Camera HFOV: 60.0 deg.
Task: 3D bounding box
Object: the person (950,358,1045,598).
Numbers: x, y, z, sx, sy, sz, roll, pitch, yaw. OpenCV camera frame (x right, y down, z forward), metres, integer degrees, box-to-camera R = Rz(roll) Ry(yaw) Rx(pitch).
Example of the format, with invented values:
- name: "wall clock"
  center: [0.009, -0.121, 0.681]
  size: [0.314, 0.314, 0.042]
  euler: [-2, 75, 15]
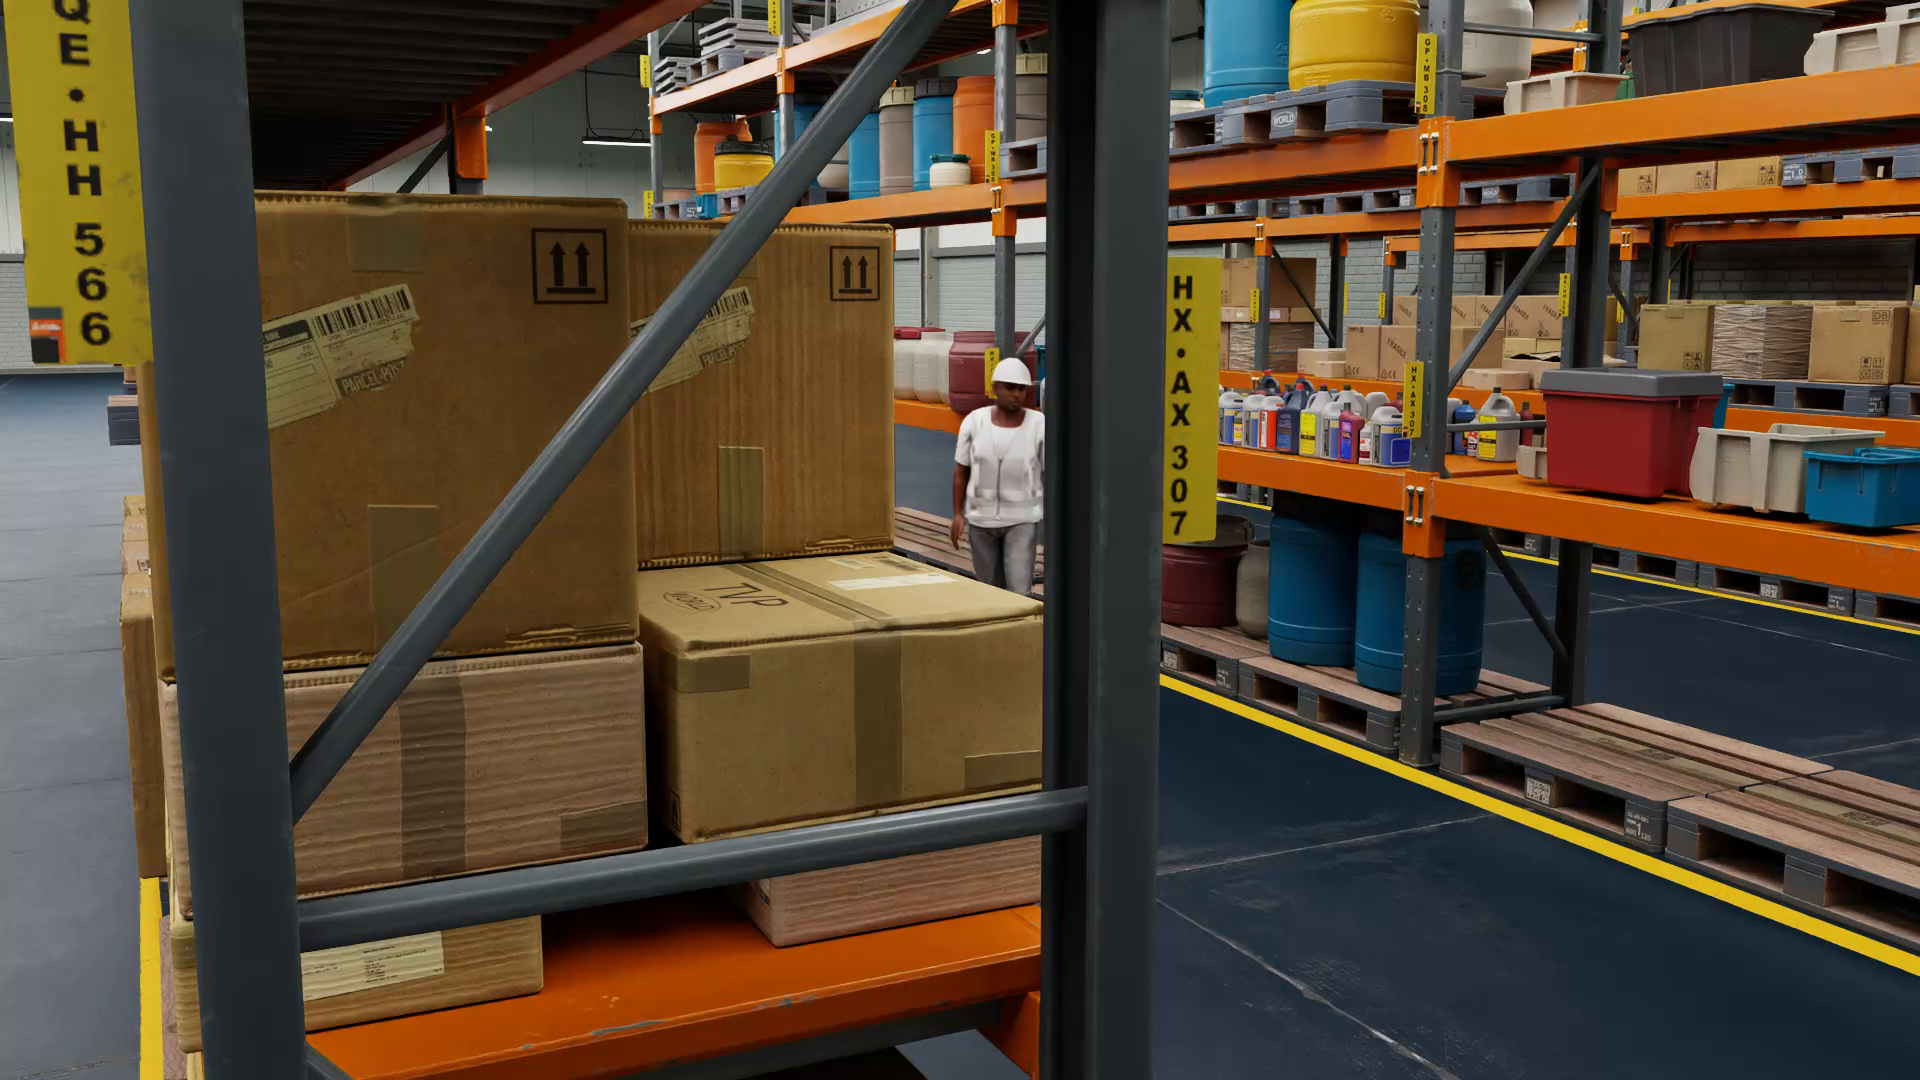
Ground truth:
- name: "person"
  center: [0.250, -0.109, 9.007]
  size: [0.597, 1.756, 0.567]
  euler: [2, 9, 15]
